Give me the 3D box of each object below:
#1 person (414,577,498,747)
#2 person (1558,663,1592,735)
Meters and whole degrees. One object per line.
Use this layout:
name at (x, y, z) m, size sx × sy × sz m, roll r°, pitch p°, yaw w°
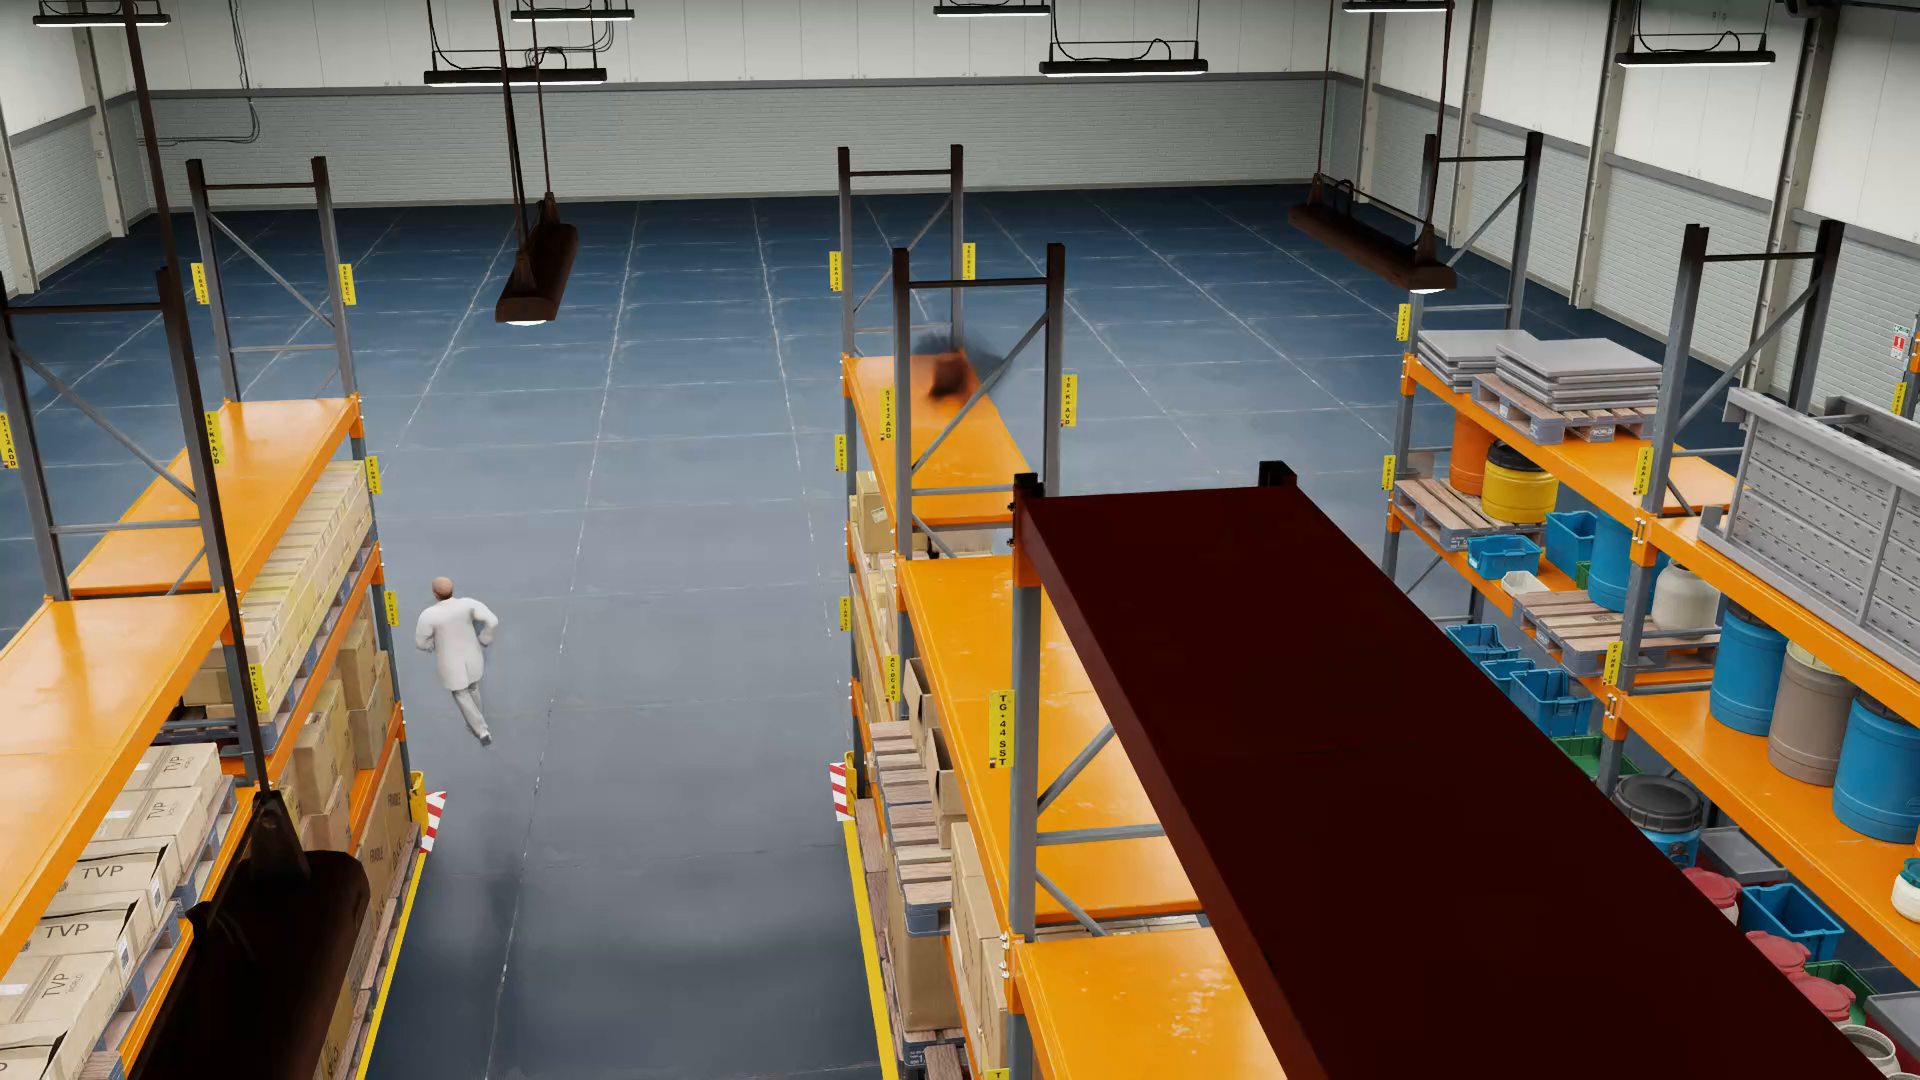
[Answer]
person at (-4.718, 1.152, 15.619) m, size 0.753 × 1.773 × 0.750 m, roll -15°, pitch 26°, yaw -33°
person at (5.821, 1.438, 15.844) m, size 0.573 × 1.605 × 0.562 m, roll -10°, pitch 24°, yaw -23°
